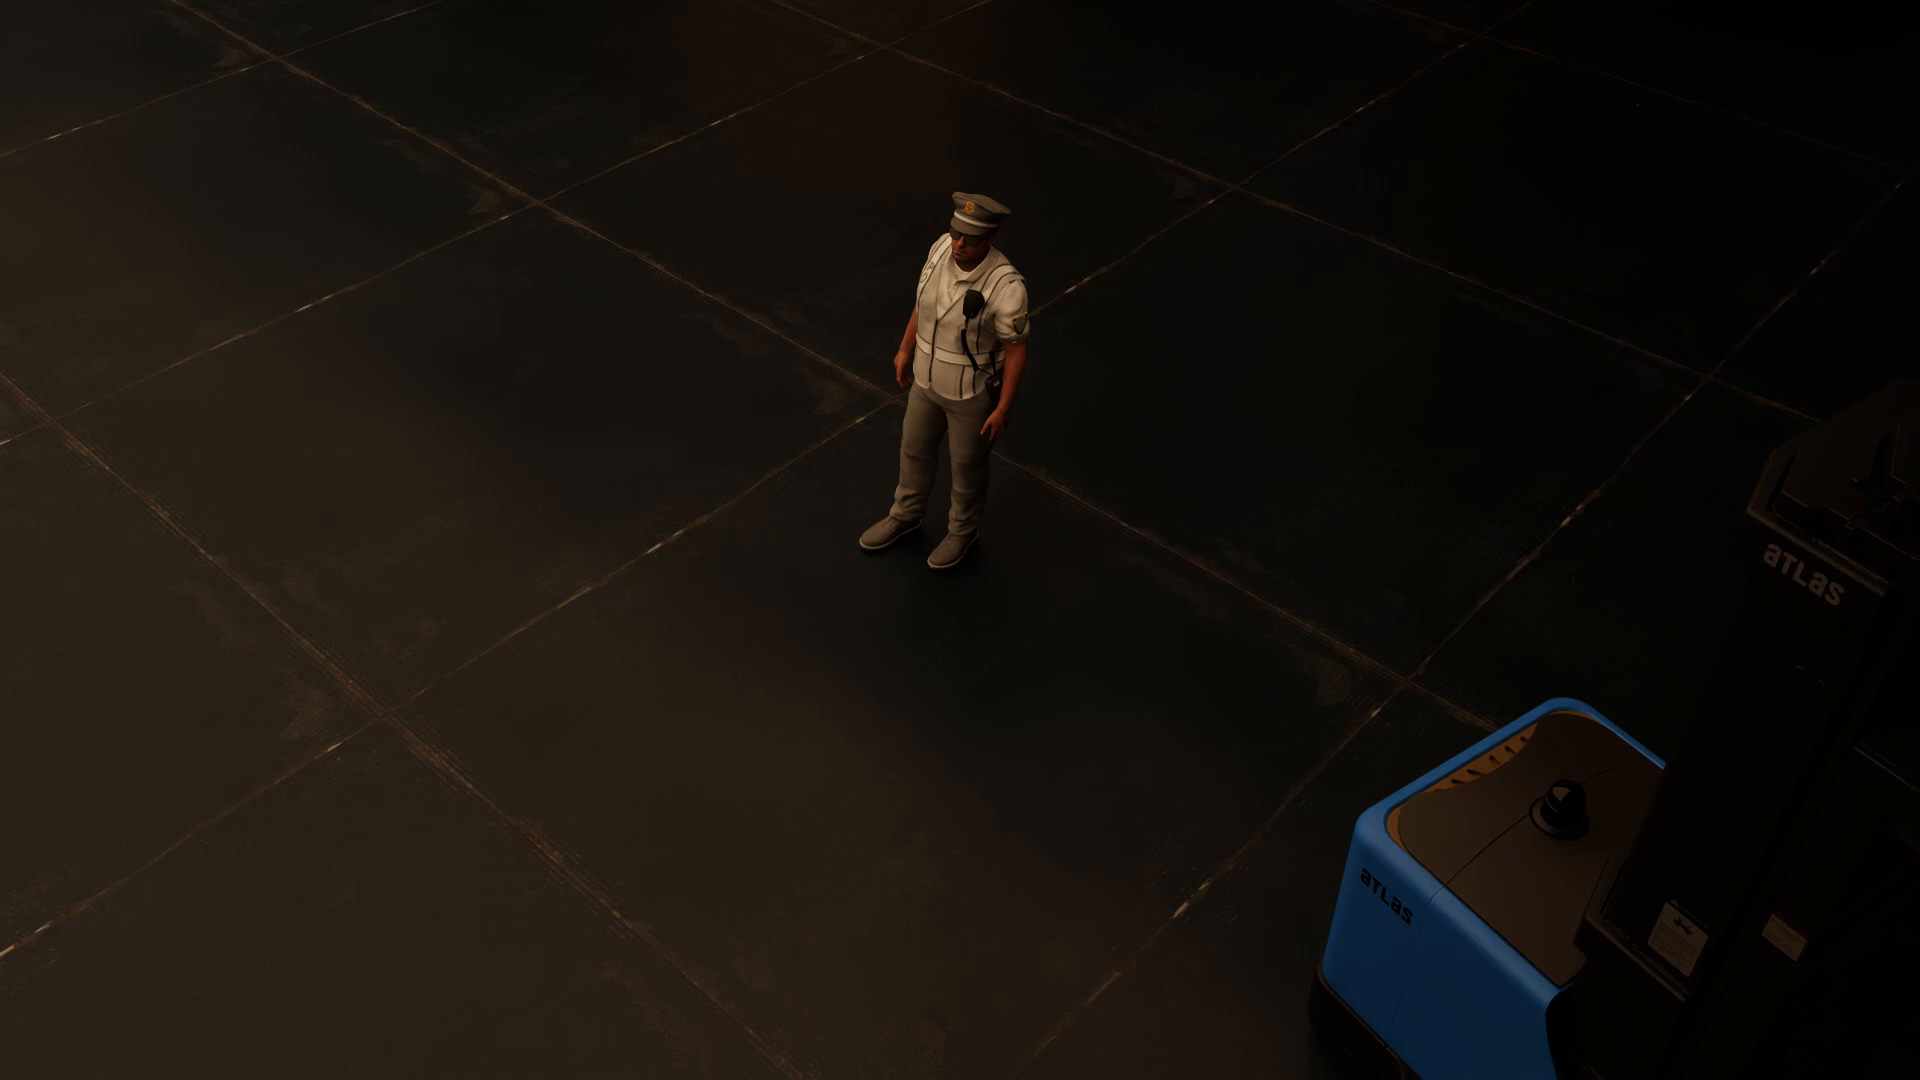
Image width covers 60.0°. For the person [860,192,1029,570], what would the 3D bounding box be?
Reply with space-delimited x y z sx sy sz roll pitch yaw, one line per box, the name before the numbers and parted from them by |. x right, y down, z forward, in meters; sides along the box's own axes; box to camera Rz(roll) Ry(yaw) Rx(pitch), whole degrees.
person | -0.061 -0.650 7.056 0.641 1.780 0.574 31 49 31

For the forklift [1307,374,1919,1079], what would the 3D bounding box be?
forklift | 2.431 1.164 4.071 1.130 2.935 3.031 -24 46 -25
